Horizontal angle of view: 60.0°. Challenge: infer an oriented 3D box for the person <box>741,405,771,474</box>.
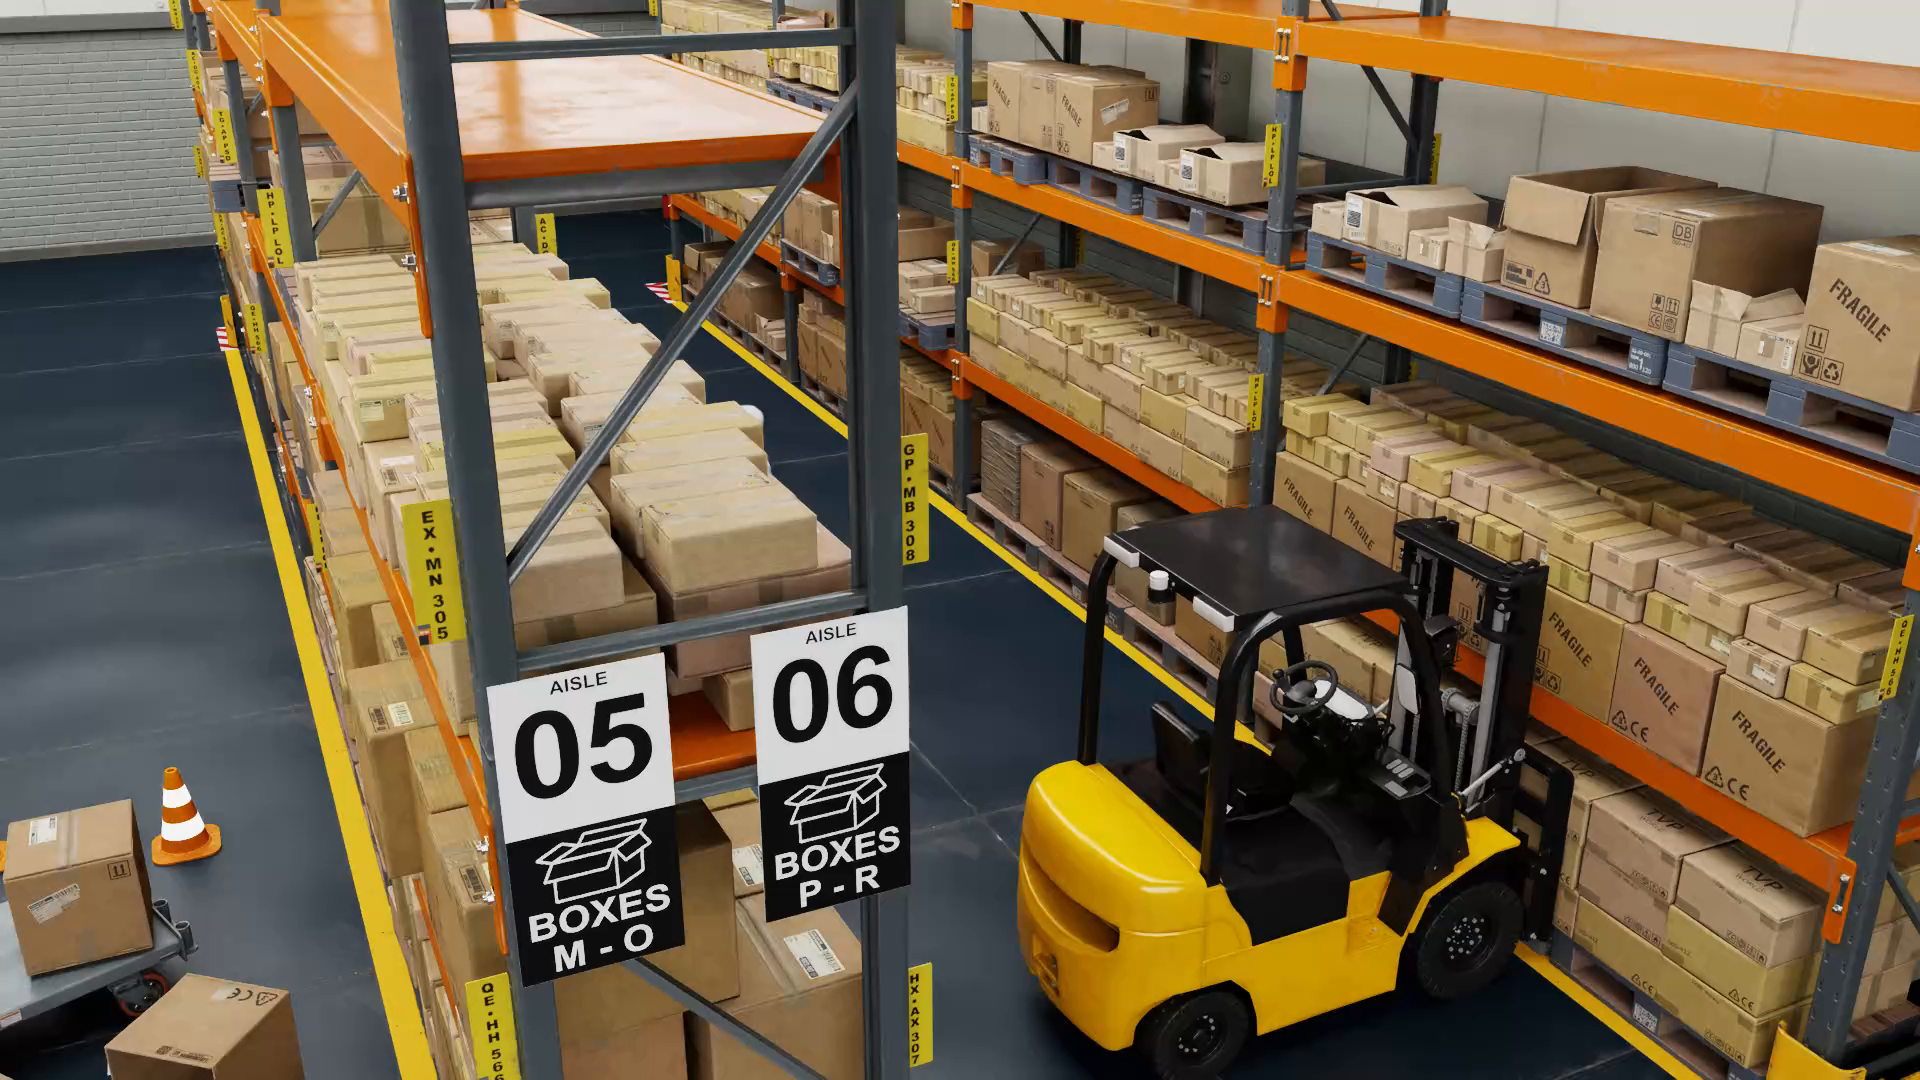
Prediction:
[{"bbox_3d":[-1.478,0.006,10.540,0.571,1.770,0.516,-8,23,-19],"label":"person"}]
